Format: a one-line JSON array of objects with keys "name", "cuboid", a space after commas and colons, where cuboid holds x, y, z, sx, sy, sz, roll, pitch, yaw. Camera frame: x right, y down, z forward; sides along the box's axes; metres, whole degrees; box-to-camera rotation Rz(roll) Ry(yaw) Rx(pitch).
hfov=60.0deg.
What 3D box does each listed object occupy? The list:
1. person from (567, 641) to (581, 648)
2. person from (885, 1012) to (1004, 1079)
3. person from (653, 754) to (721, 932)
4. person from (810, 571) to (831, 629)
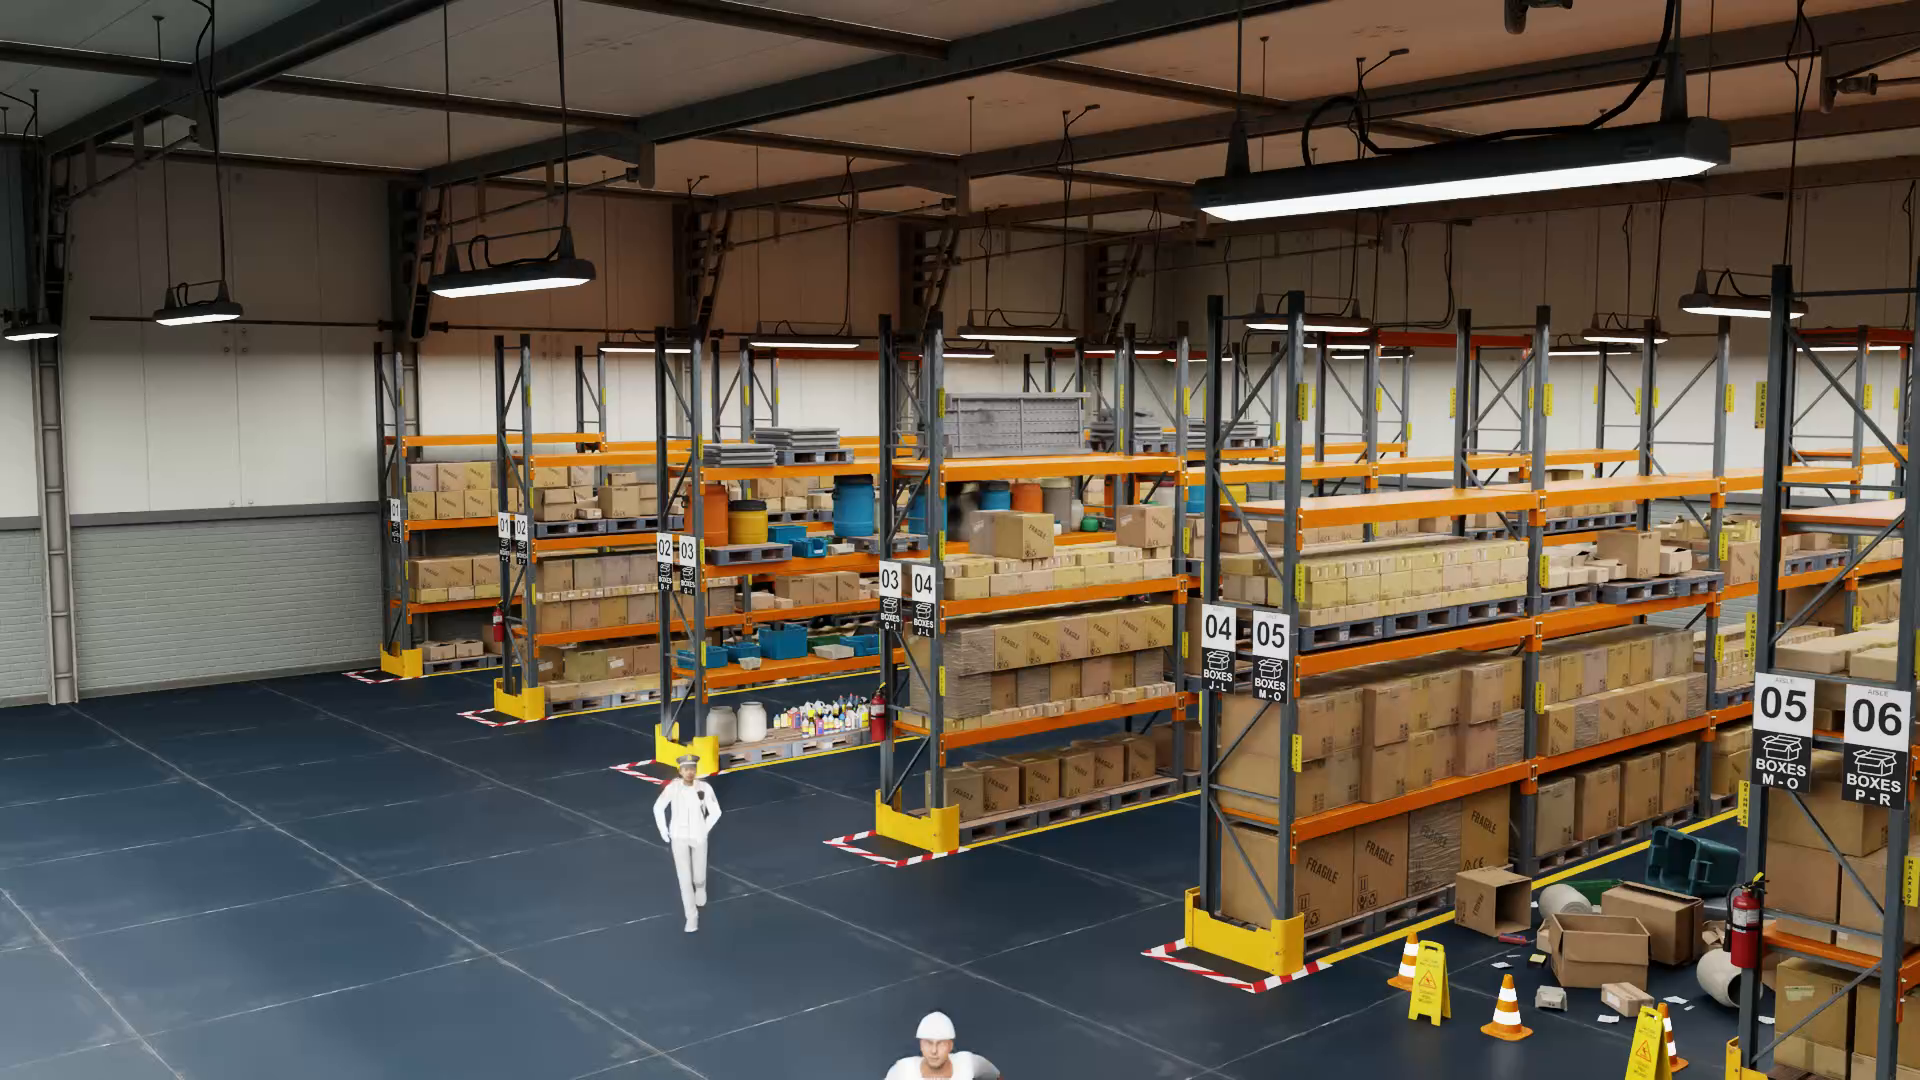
[{"name": "person", "cuboid": [-6.699, 1.637, 28.970, 0.610, 1.805, 0.889, 5, 7, 42]}, {"name": "person", "cuboid": [-0.120, 3.464, 9.141, 0.703, 1.828, 0.948, 0, 5, 4]}, {"name": "person", "cuboid": [-2.634, 2.876, 16.071, 0.649, 1.663, 0.753, -1, 5, -10]}, {"name": "person", "cuboid": [-2.662, 1.416, 32.352, 0.733, 1.642, 0.510, -5, 7, -44]}]
